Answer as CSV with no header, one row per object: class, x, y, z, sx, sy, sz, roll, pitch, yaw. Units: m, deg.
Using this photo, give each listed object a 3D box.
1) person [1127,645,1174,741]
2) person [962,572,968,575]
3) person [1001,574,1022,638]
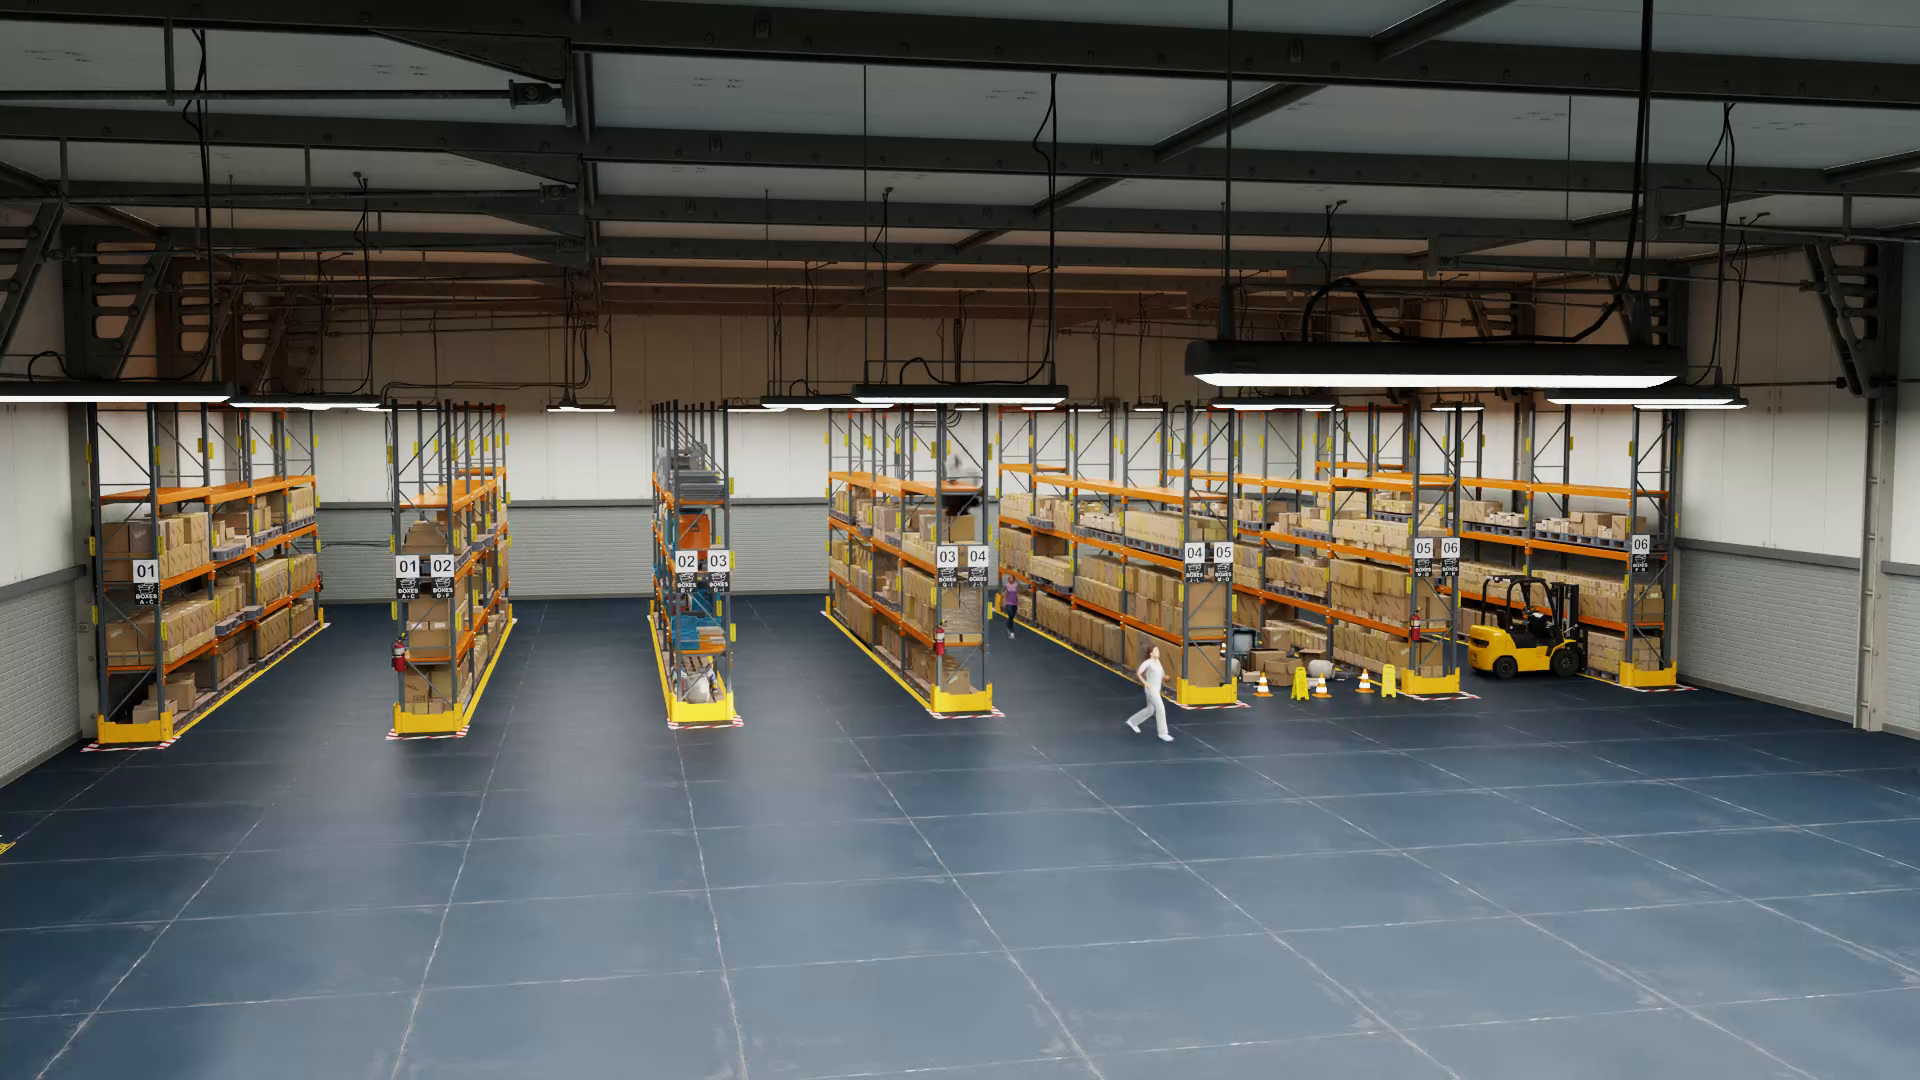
person,3.376,2.676,29.382,0.892,1.681,0.557,2,5,28
person,0.126,1.312,46.930,0.677,1.842,0.755,0,4,-4
person,1.343,1.688,42.959,0.518,1.631,0.784,-1,4,-12
